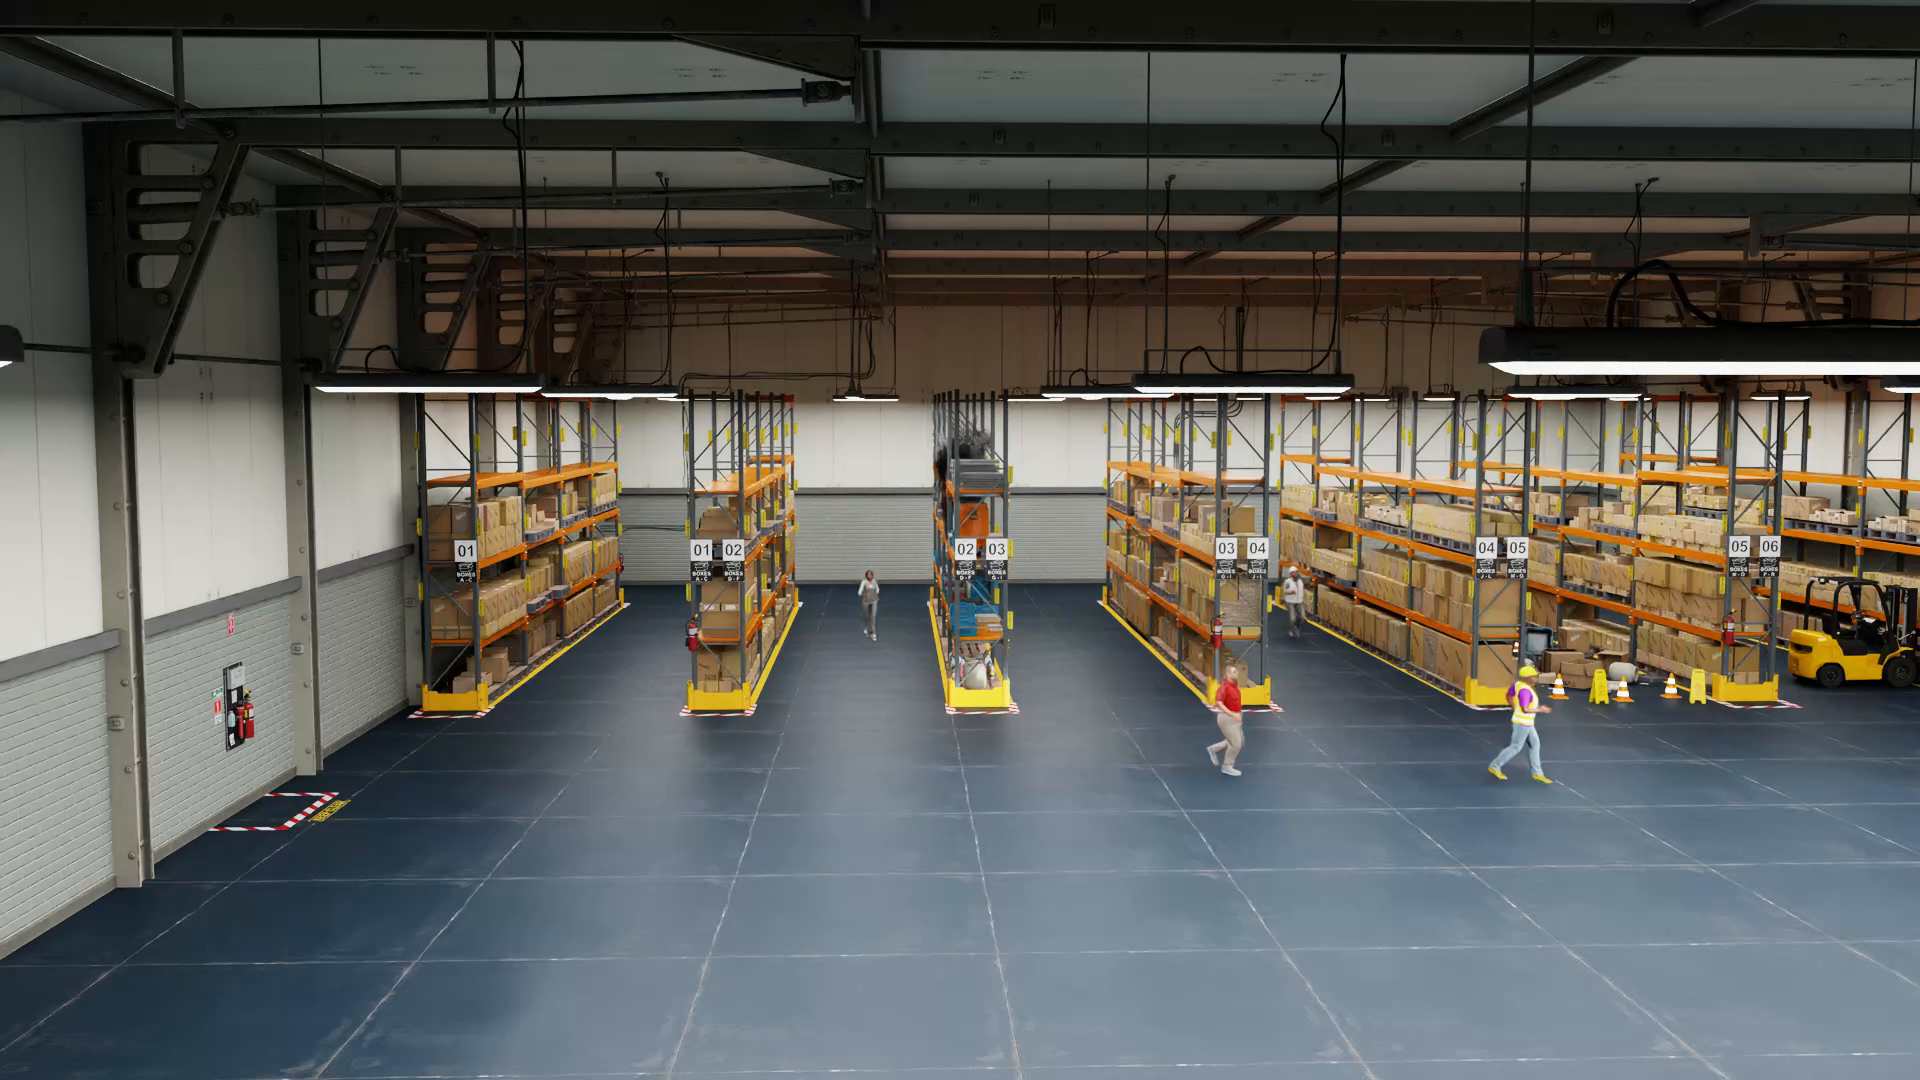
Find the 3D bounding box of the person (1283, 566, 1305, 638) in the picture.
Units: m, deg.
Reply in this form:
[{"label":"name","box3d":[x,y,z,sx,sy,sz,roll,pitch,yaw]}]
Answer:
[{"label":"person","box3d":[8.211,1.533,40.672,0.642,1.767,0.647,-1,5,-11]}]

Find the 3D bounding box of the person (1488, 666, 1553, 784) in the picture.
[{"label":"person","box3d":[8.468,2.783,25.064,0.935,1.781,0.654,2,5,21]}]

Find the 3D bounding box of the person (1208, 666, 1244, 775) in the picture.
[{"label":"person","box3d":[4.134,2.784,25.811,0.591,1.683,0.695,2,5,25]}]

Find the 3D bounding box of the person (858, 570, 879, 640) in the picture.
[{"label":"person","box3d":[-2.103,1.495,38.735,0.540,1.596,0.818,-1,5,-17]}]
